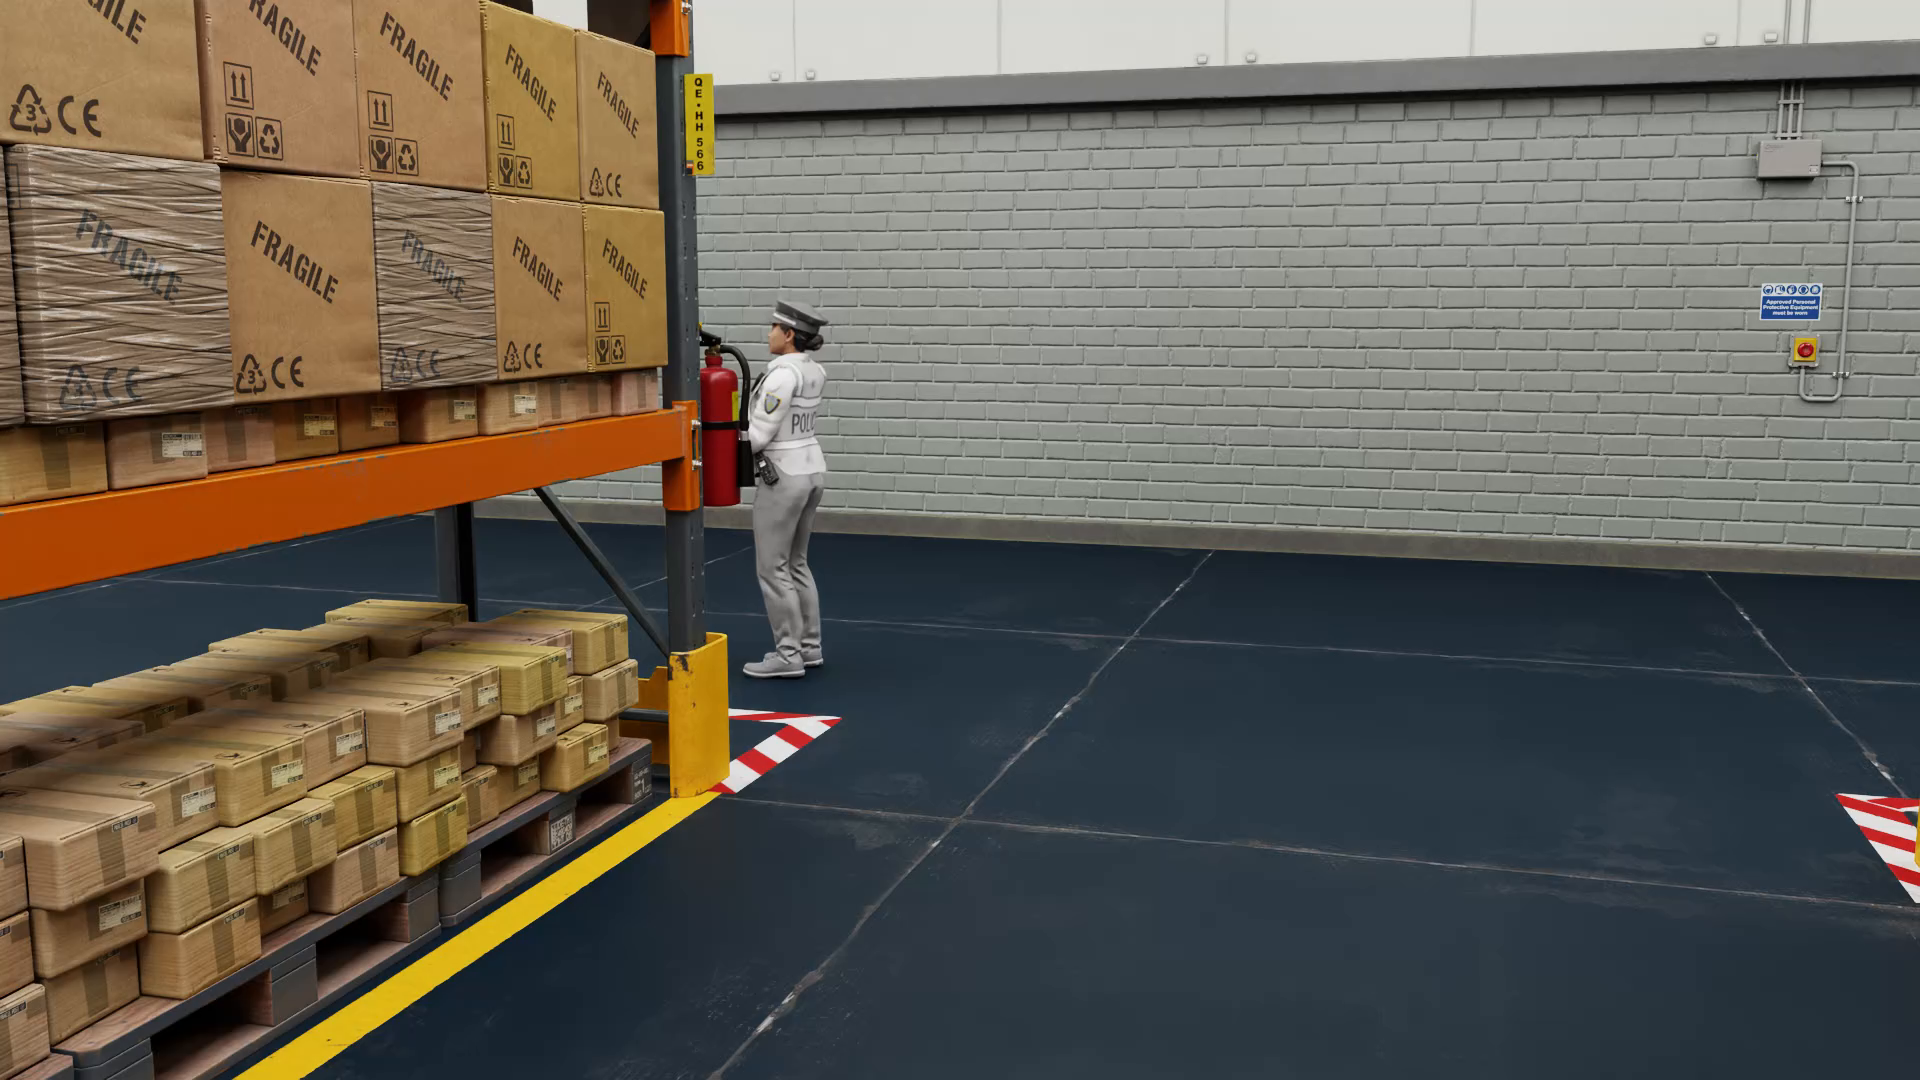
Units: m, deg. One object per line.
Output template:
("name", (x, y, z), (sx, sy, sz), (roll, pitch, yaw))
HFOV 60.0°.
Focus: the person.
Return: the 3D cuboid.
("person", (-0.834, -0.243, 7.401), (0.549, 1.686, 0.459), (3, 9, 17))
